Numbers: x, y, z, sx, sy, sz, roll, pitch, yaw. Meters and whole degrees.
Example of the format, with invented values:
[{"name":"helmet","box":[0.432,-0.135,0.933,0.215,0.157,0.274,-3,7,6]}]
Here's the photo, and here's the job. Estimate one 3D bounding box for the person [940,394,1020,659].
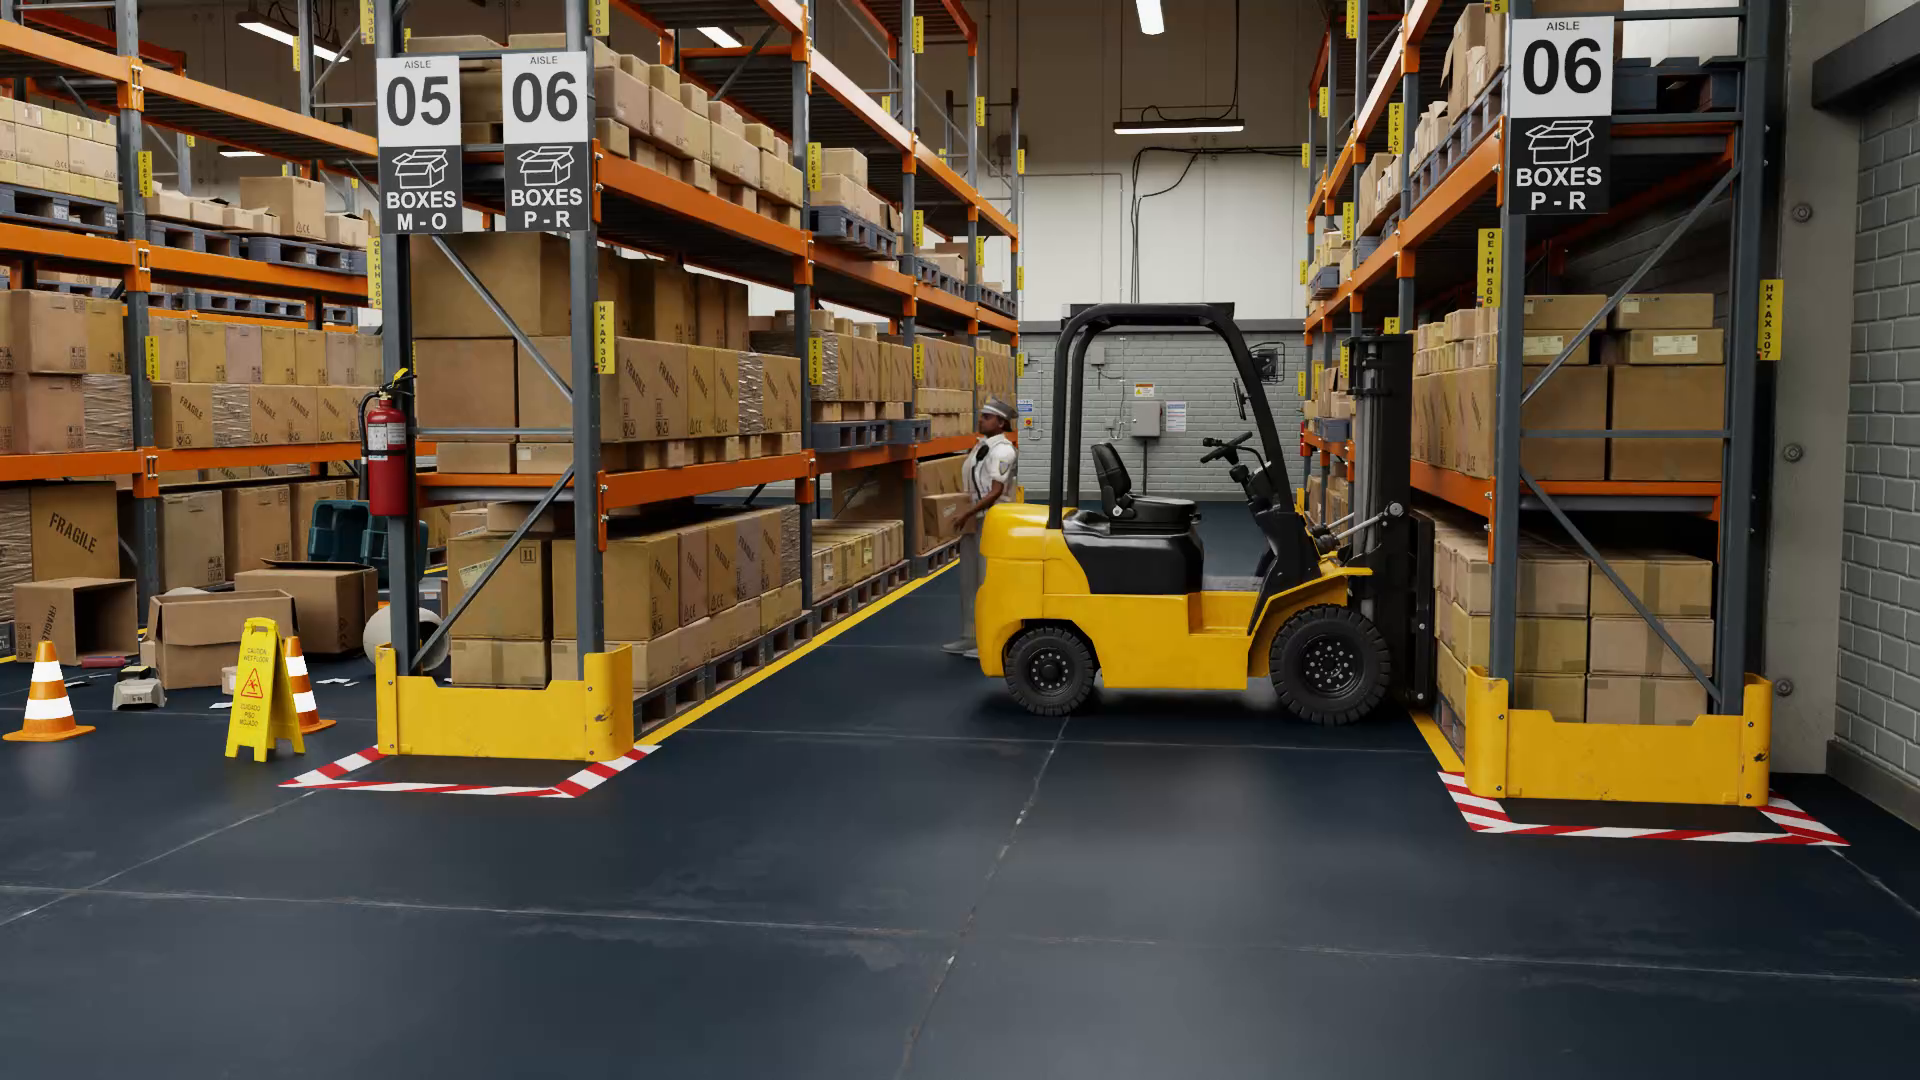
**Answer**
[{"name":"person","box":[0.114,-0.091,10.781,0.522,1.702,0.474,-2,5,-24]}]
